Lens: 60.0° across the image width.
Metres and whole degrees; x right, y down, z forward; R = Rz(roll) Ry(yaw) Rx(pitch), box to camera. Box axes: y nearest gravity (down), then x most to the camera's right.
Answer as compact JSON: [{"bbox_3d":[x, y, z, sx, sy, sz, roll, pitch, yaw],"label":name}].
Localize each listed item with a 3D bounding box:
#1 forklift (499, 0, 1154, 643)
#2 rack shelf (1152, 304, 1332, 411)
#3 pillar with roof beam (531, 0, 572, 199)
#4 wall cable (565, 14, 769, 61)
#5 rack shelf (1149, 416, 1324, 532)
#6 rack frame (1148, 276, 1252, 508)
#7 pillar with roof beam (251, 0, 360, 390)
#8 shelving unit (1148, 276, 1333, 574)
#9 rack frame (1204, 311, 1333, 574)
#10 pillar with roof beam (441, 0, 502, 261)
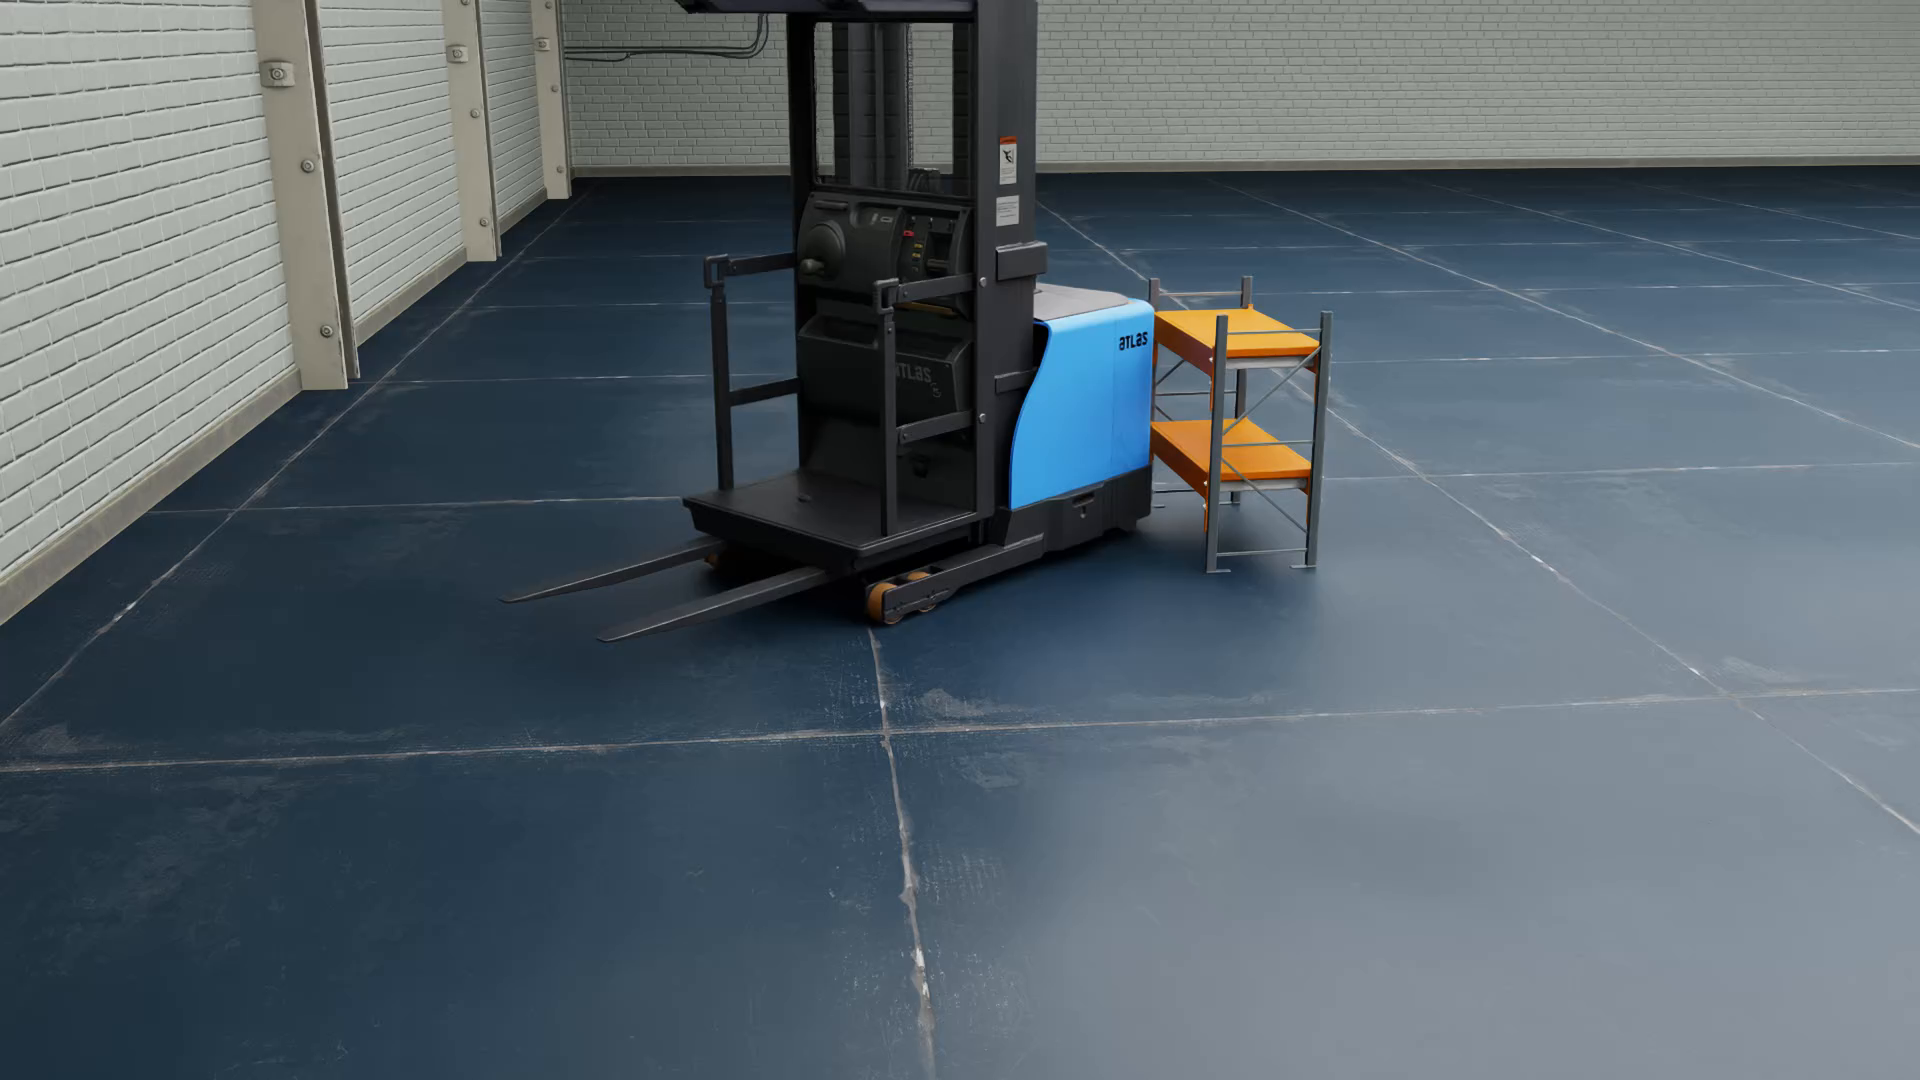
[{"bbox_3d":[-0.466,-1.233,6.712,1.130,2.935,3.031,15,23,40],"label":"forklift"},{"bbox_3d":[1.228,-0.837,7.488,0.538,0.278,1.000,-3,18,-9],"label":"rack shelf"},{"bbox_3d":[-1.118,-9.036,21.434,9.100,9.000,0.400,-2,18,-6],"label":"pillar with roof beam"},{"bbox_3d":[-4.389,-8.340,24.401,3.097,2.526,0.112,-2,18,-6],"label":"wall cable"},{"bbox_3d":[1.228,-0.325,7.649,0.538,0.278,1.000,-3,18,-9],"label":"rack shelf"},{"bbox_3d":[1.143,-0.708,8.054,0.500,1.125,0.032,-3,18,-9],"label":"rack frame"},{"bbox_3d":[0.120,-5.460,10.046,9.100,9.000,0.400,-2,18,-6],"label":"pillar with roof beam"},{"bbox_3d":[1.228,-0.558,7.576,0.538,1.125,1.048,-3,18,-9],"label":"shelving unit"},{"bbox_3d":[1.313,-0.408,7.098,0.500,1.125,0.032,-3,18,-9],"label":"rack frame"},{"bbox_3d":[-0.499,-7.248,15.740,9.100,9.000,0.400,-2,18,-6],"label":"pillar with roof beam"}]
